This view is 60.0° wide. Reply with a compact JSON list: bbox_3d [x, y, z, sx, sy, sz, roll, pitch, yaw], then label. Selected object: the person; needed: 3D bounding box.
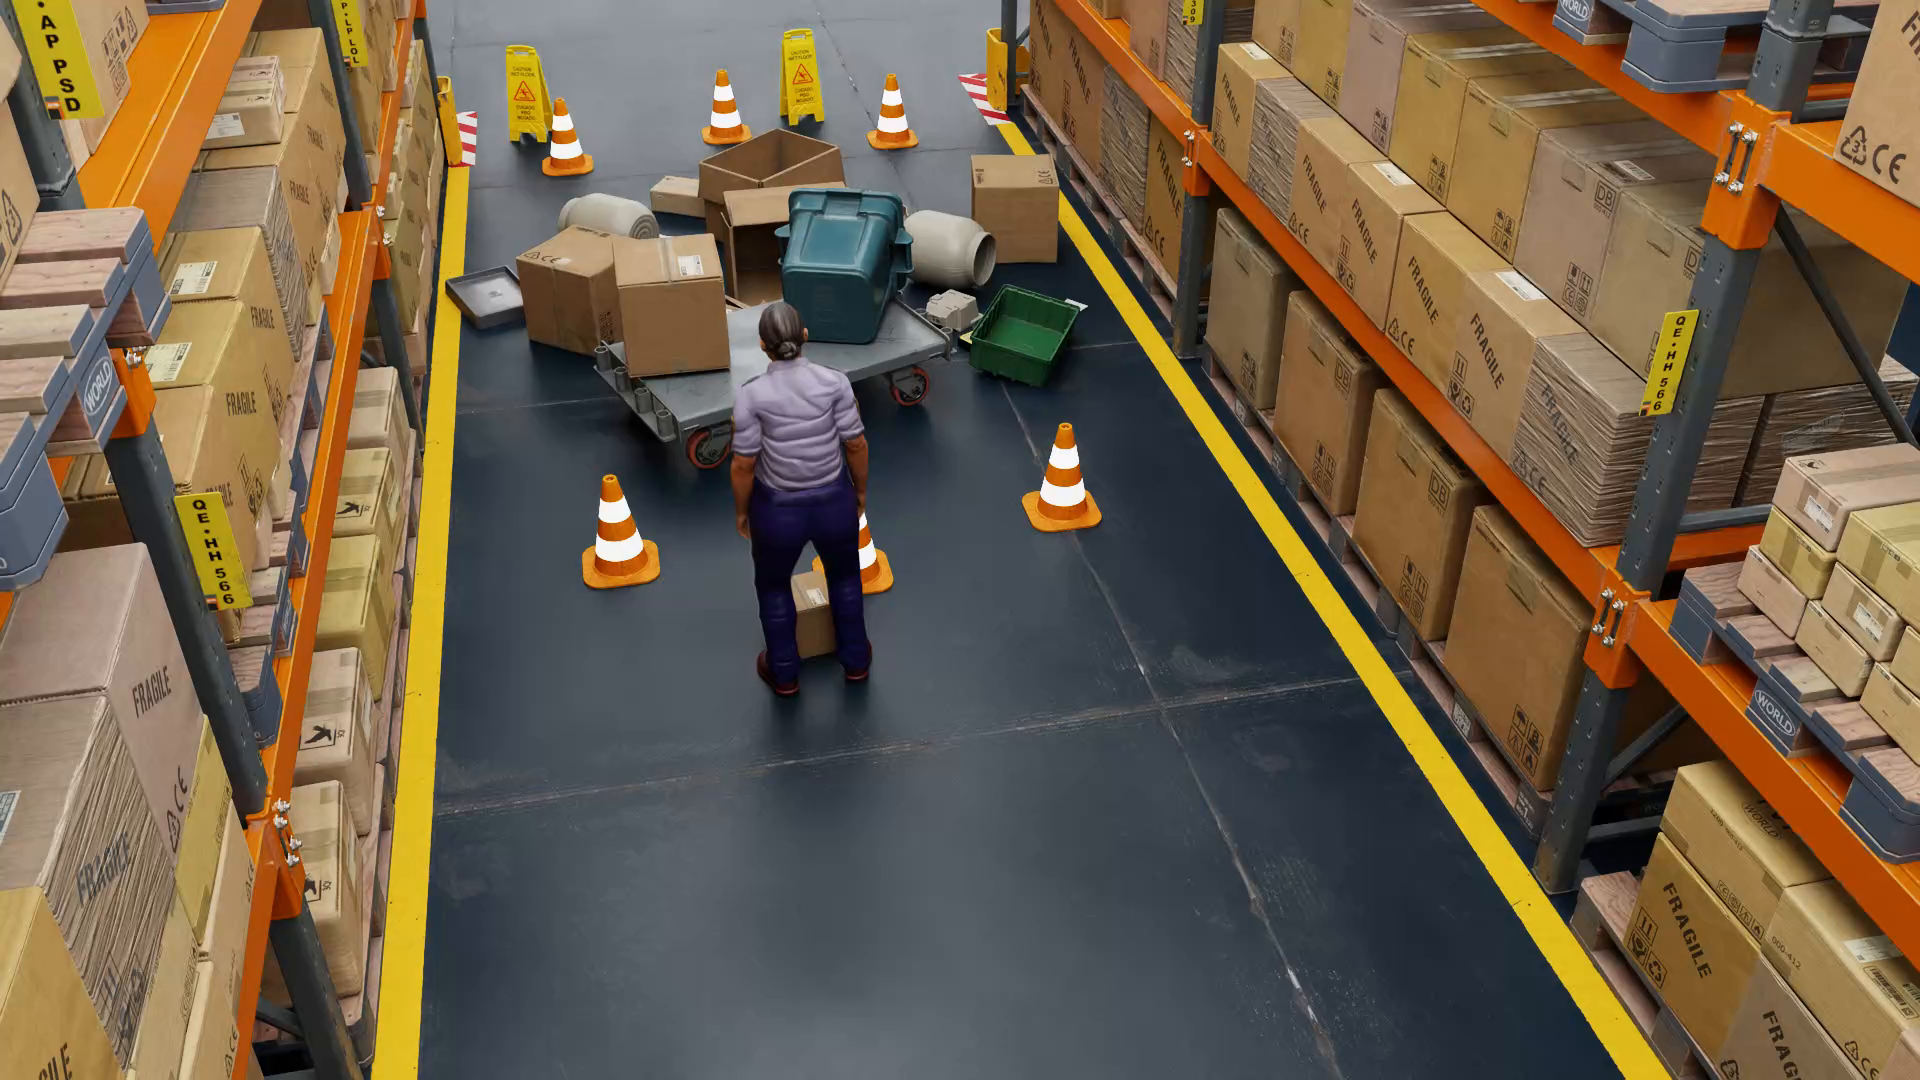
[{"bbox_3d":[-0.596,-0.126,6.333,0.537,1.651,0.372,-10,36,-14],"label":"person"}]
